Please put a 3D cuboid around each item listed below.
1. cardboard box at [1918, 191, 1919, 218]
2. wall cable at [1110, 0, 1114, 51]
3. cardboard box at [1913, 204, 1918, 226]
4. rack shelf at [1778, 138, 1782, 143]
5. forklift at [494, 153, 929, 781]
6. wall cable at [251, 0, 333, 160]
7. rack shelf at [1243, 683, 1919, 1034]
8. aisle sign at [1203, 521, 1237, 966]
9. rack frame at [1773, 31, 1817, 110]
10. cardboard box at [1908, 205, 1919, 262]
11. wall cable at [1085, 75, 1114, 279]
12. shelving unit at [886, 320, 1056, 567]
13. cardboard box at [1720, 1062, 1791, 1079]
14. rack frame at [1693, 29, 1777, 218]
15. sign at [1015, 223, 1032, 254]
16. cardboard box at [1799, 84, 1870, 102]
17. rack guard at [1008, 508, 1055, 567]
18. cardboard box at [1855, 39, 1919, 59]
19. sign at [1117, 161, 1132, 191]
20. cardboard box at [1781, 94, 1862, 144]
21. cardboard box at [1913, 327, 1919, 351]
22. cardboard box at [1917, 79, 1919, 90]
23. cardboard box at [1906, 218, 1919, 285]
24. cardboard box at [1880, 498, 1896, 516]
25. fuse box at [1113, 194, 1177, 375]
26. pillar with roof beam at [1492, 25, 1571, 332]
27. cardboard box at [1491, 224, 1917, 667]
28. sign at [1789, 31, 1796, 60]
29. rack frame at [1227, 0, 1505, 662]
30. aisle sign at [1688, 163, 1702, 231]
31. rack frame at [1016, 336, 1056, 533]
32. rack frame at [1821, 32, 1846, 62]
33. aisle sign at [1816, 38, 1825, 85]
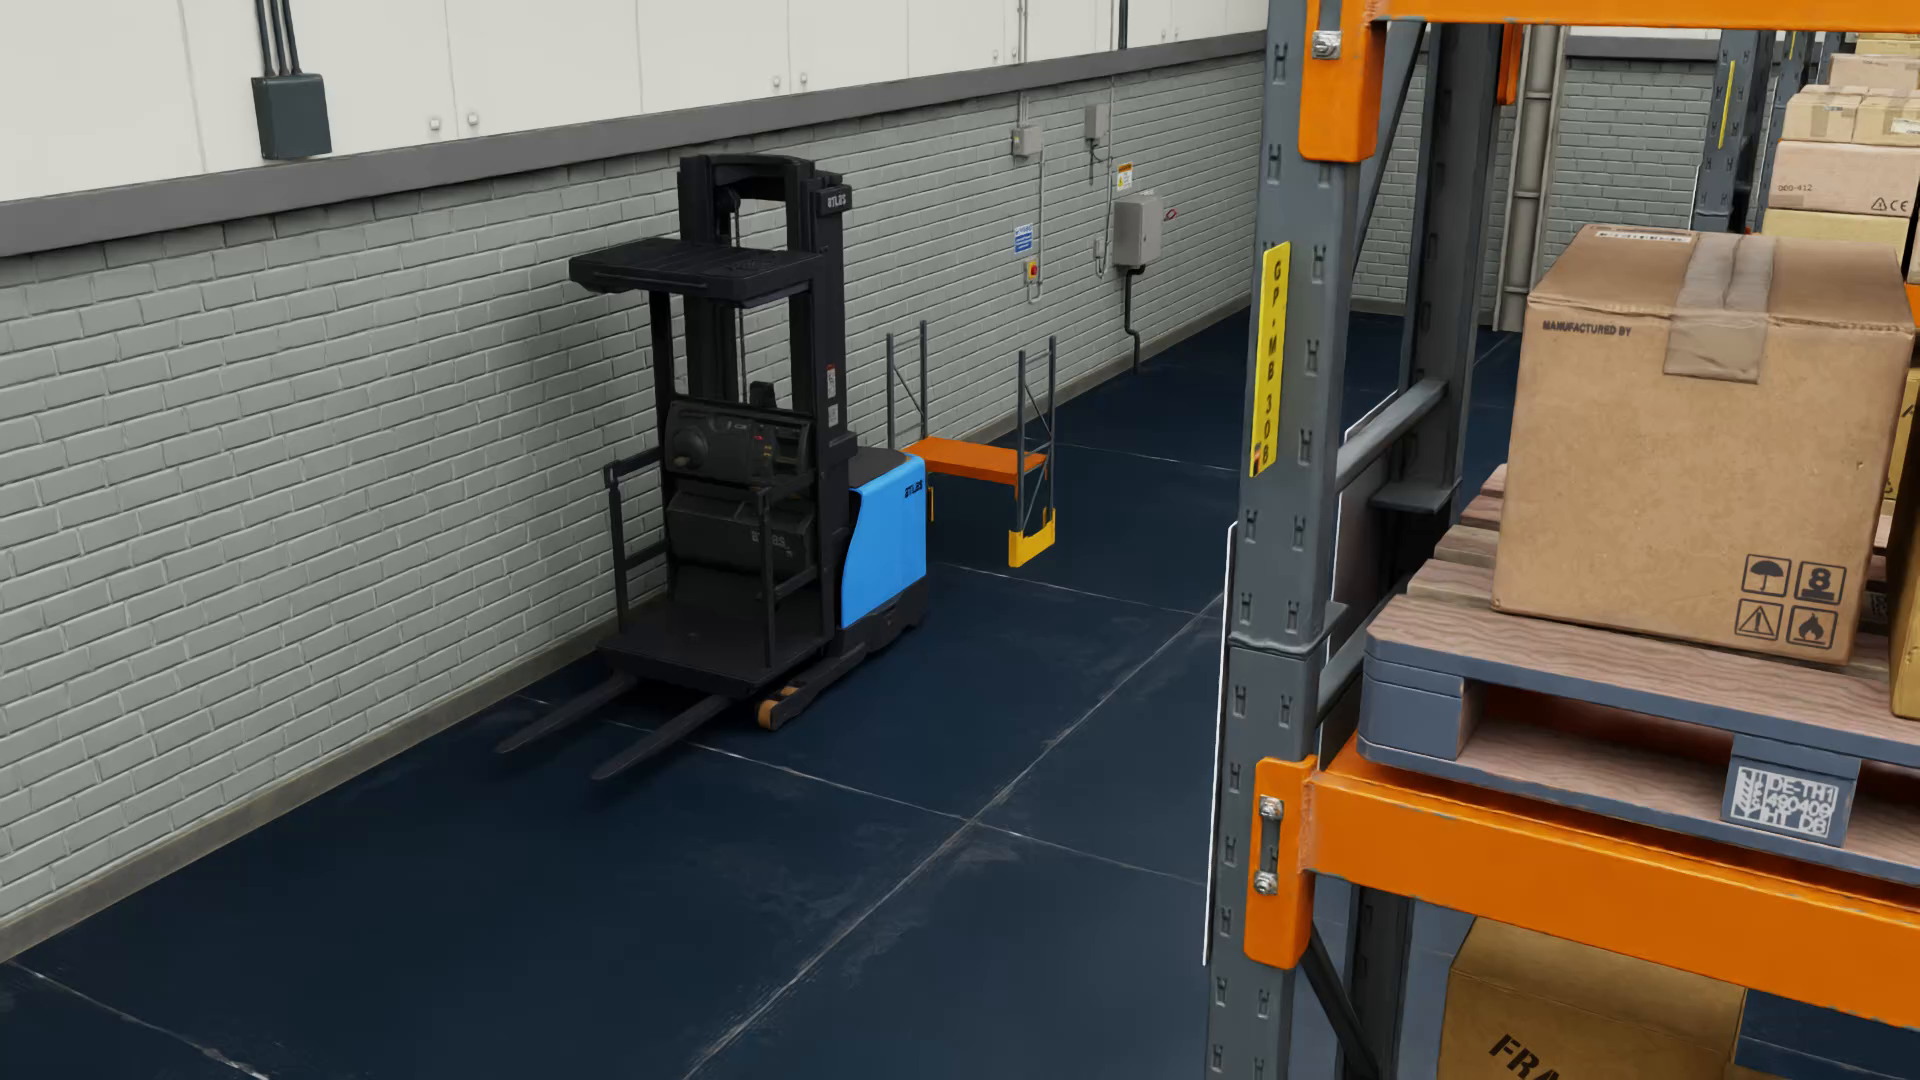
[{"bbox_3d":[3.939,-1.360,6.304,0.500,0.250,0.500,10,22,27],"label":"cardboard box"},{"bbox_3d":[0.818,-5.419,13.606,0.029,3.000,2.355,11,23,27],"label":"wall cable"},{"bbox_3d":[6.161,-2.094,10.674,0.250,0.149,0.380,12,23,29],"label":"cardboard box"},{"bbox_3d":[7.298,-2.252,10.331,4.000,0.370,1.077,11,23,27],"label":"rack shelf"},{"bbox_3d":[-1.330,-0.519,8.999,1.130,2.935,3.031,10,22,26],"label":"forklift"},{"bbox_3d":[-2.537,-4.862,7.353,0.120,5.999,2.277,11,23,27],"label":"wall cable"},{"bbox_3d":[2.465,0.698,2.198,4.000,0.370,1.077,11,23,27],"label":"rack shelf"},{"bbox_3d":[0.510,0.293,2.847,0.004,0.787,0.394,11,23,27],"label":"aisle sign"},{"bbox_3d":[5.552,-4.333,10.614,0.127,3.000,1.000,11,23,27],"label":"rack frame"},{"bbox_3d":[4.201,-1.282,6.823,0.500,0.250,0.500,11,23,27],"label":"cardboard box"},{"bbox_3d":[1.299,-3.345,15.199,0.122,1.984,0.588,11,23,27],"label":"wall cable"},{"bbox_3d":[0.067,-0.692,11.574,1.083,1.500,0.587,11,23,27],"label":"shelving unit"},{"bbox_3d":[1.443,1.259,2.680,0.500,0.500,0.500,10,22,26],"label":"cardboard box"},{"bbox_3d":[3.226,-2.843,6.505,0.127,3.000,1.000,11,23,27],"label":"rack frame"},{"bbox_3d":[0.541,-2.566,14.145,0.001,0.218,0.327,11,23,27],"label":"sign"},{"bbox_3d":[3.660,-1.817,6.978,0.250,0.149,0.380,11,22,27],"label":"cardboard box"},{"bbox_3d":[0.501,-0.022,11.559,0.087,0.250,0.587,11,23,27],"label":"rack guard"},{"bbox_3d":[8.223,-4.315,14.748,0.500,0.250,0.500,11,22,27],"label":"cardboard box"},{"bbox_3d":[1.562,-3.451,15.769,0.001,0.242,0.339,11,23,27],"label":"sign"},{"bbox_3d":[3.398,-1.663,6.553,0.250,0.149,0.380,11,22,27],"label":"cardboard box"},{"bbox_3d":[4.189,-0.593,7.052,0.500,0.500,0.500,10,22,25],"label":"cardboard box"},{"bbox_3d":[6.394,-2.955,10.820,0.250,0.149,0.380,9,22,23],"label":"cardboard box"},{"bbox_3d":[3.951,-1.122,6.381,0.500,0.250,0.500,12,23,29],"label":"cardboard box"},{"bbox_3d":[3.963,0.029,6.803,0.500,0.500,0.500,11,23,27],"label":"cardboard box"},{"bbox_3d":[1.770,-2.439,16.080,0.414,1.711,0.539,11,23,27],"label":"fuse box"},{"bbox_3d":[3.956,-5.246,13.132,0.400,9.000,9.100,11,23,27],"label":"pillar with roof beam"},{"bbox_3d":[1.199,-0.194,2.692,0.500,0.500,0.700,9,22,24],"label":"cardboard box"},{"bbox_3d":[5.276,-3.207,10.510,0.005,0.325,0.100,11,23,27],"label":"sign"},{"bbox_3d":[0.719,-1.383,2.481,0.127,3.000,1.000,11,23,27],"label":"rack frame"},{"bbox_3d":[3.016,-1.167,6.872,0.004,0.787,0.394,11,23,27],"label":"aisle sign"},{"bbox_3d":[0.518,-0.606,11.337,0.032,1.500,0.500,11,23,27],"label":"rack frame"},{"bbox_3d":[7.969,-5.811,14.689,0.127,3.000,1.000,11,23,27],"label":"rack frame"},{"bbox_3d":[7.767,-4.137,15.059,0.004,0.787,0.394,11,23,27],"label":"aisle sign"}]
